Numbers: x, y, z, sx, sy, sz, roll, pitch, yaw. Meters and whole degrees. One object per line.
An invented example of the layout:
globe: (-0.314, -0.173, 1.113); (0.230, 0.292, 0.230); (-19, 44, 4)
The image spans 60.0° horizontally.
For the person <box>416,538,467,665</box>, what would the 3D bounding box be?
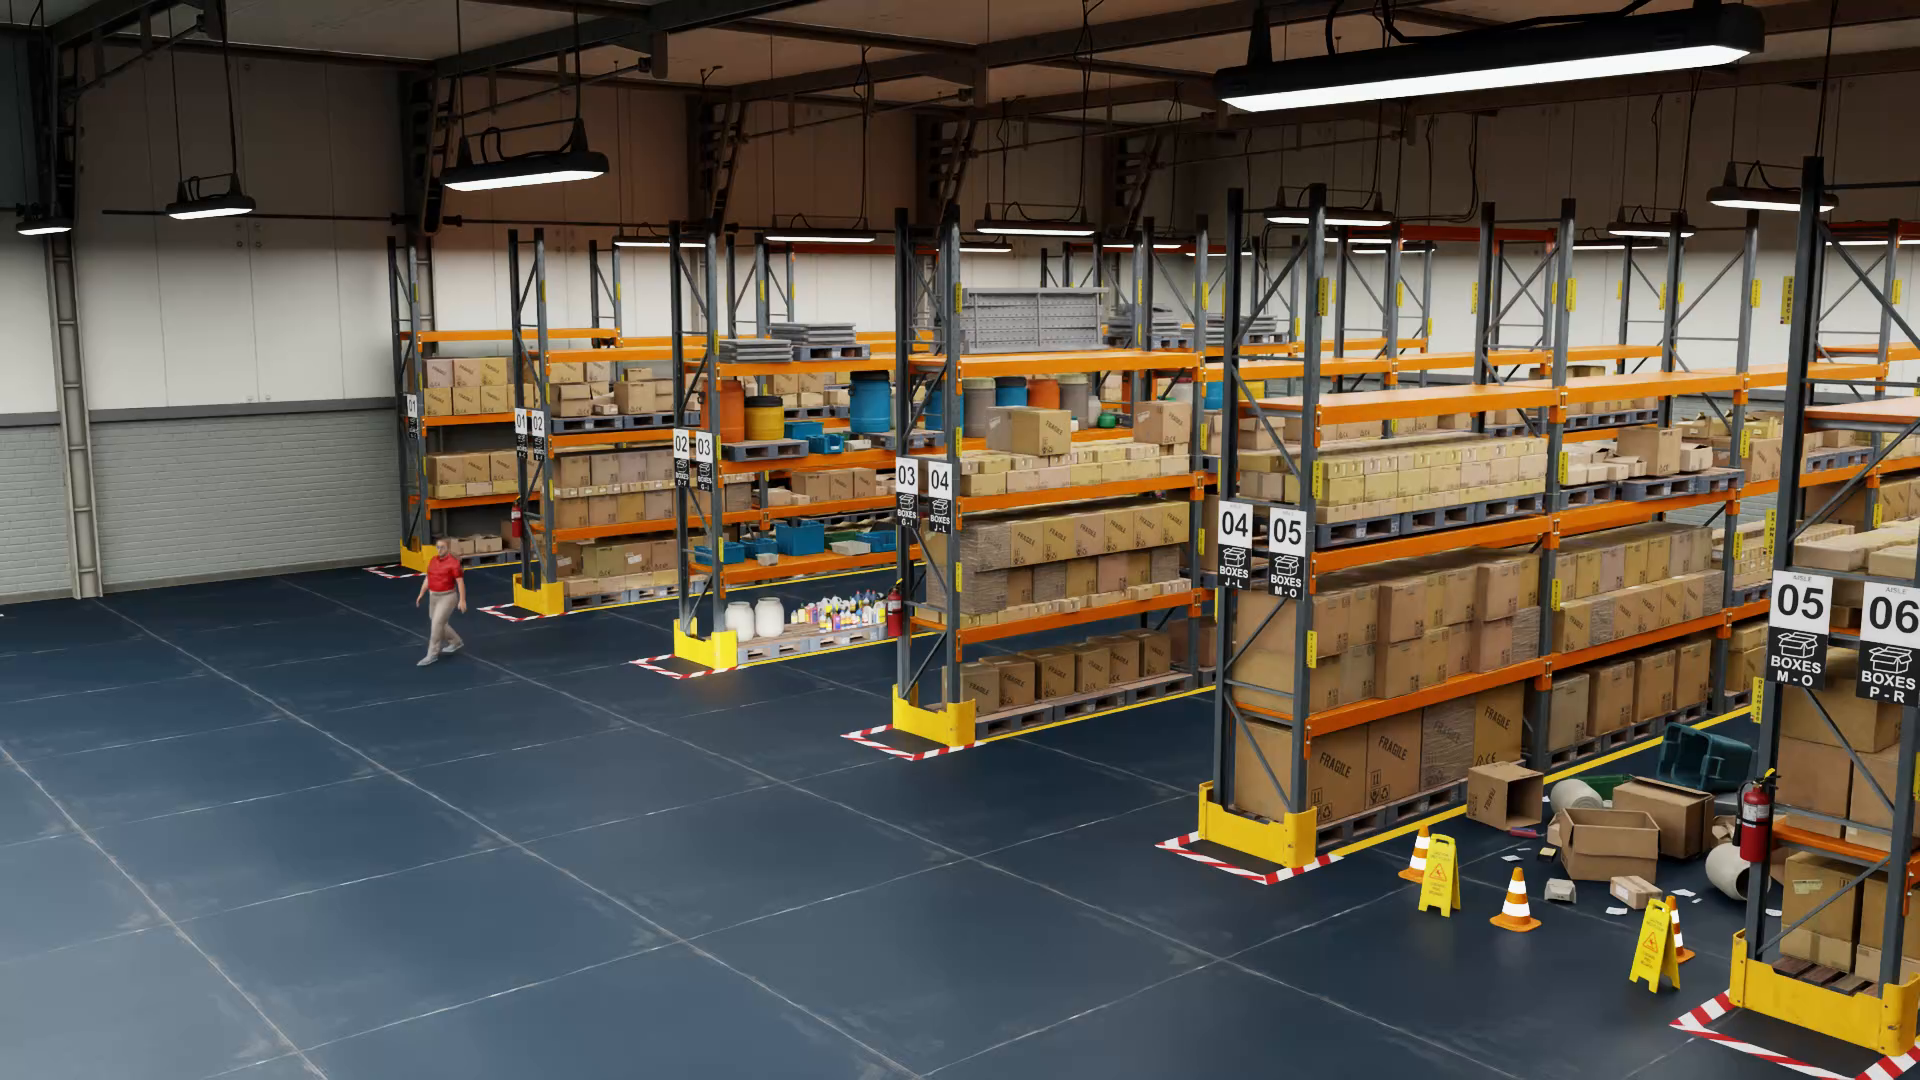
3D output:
person: (-7.147, 0.822, 22.936); (0.633, 1.704, 0.858); (5, 10, 28)

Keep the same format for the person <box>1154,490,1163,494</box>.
person: (4.061, -0.840, 33.521); (1.081, 1.709, 0.631); (-8, 12, -42)
